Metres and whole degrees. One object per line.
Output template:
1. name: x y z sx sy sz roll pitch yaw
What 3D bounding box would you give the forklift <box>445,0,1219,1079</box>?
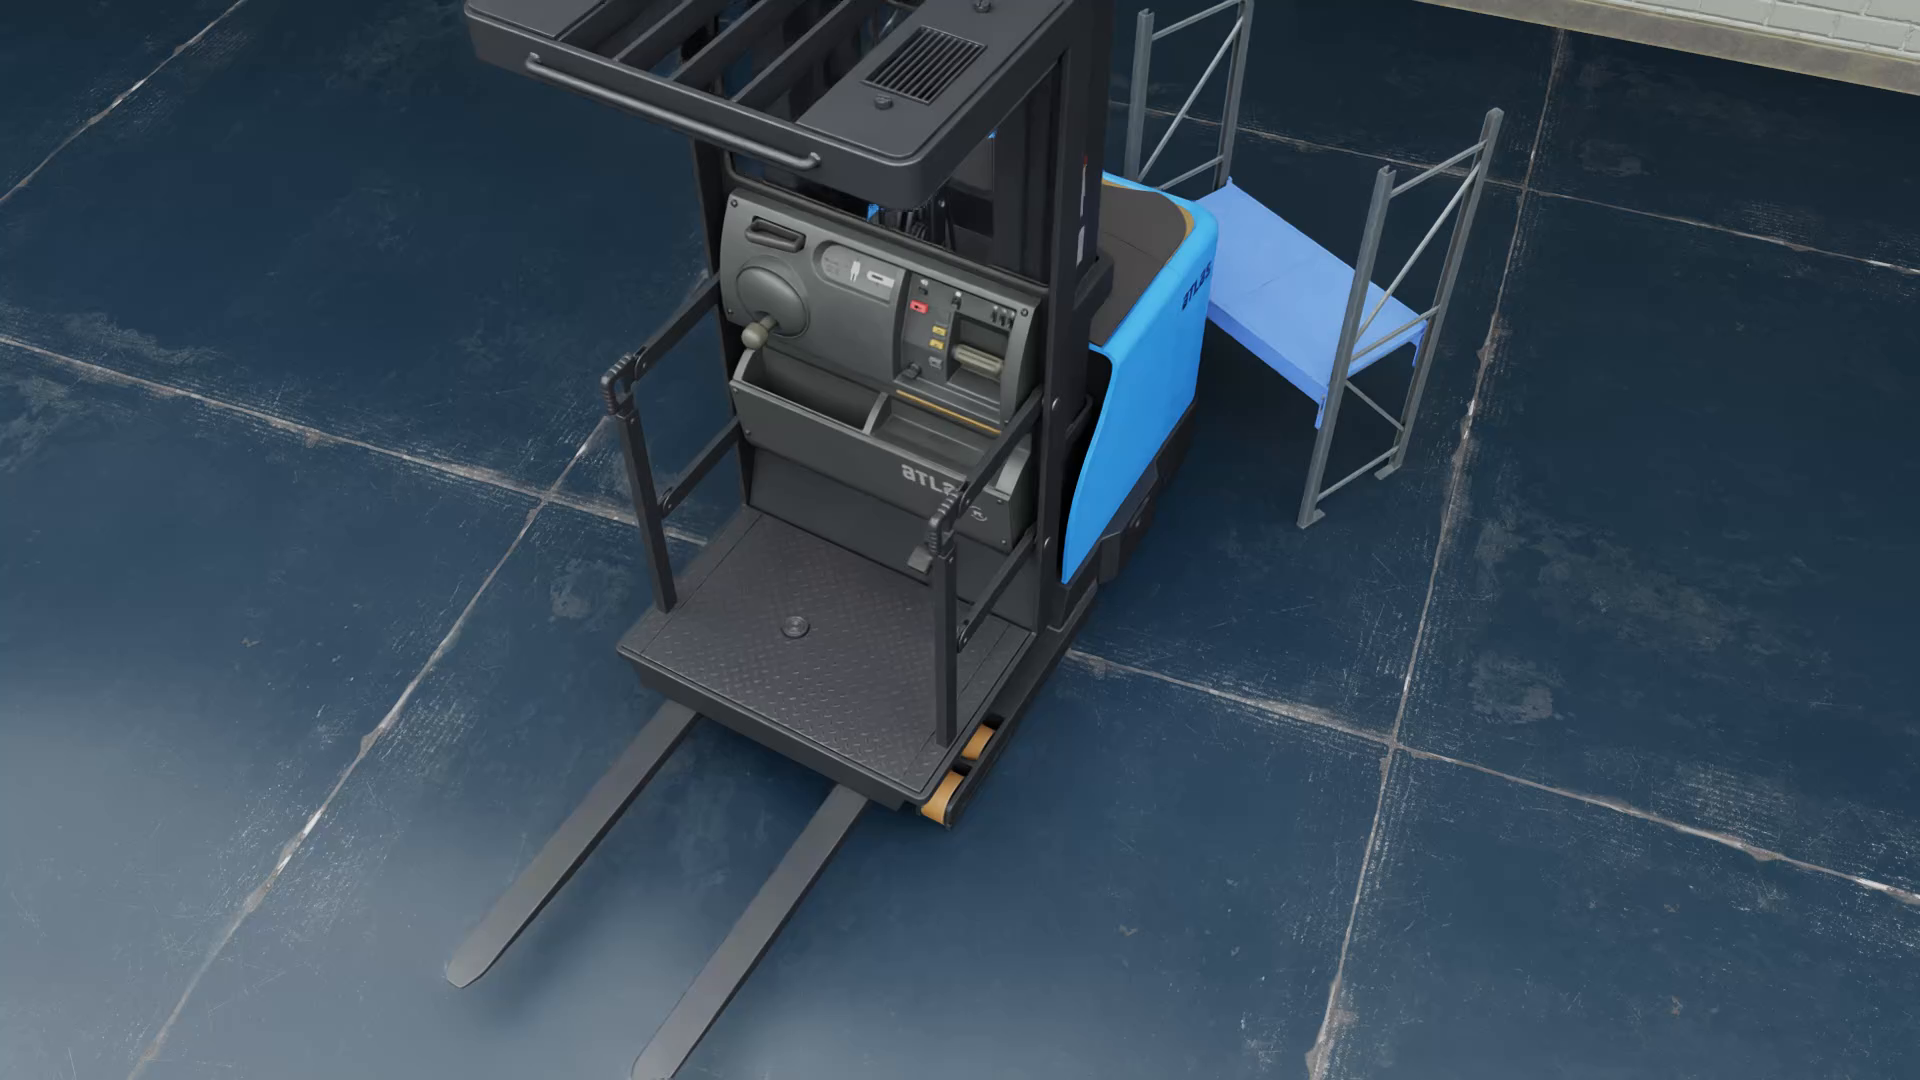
1. forklift: -0.336 -0.510 4.253 1.130 2.935 3.031 23 53 19

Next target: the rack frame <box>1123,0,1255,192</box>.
1. rack frame: 0.763 -1.262 5.851 0.500 1.500 0.032 -30 55 -23

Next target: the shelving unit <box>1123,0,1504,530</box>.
1. shelving unit: 1.072 -0.956 5.586 0.538 1.500 1.048 -30 55 -23

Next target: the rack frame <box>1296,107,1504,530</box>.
1. rack frame: 1.380 -0.651 5.322 0.500 1.500 0.032 -30 55 -23

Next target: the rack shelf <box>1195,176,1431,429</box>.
1. rack shelf: 1.072 -0.839 5.722 0.538 0.185 1.000 -30 55 -23
